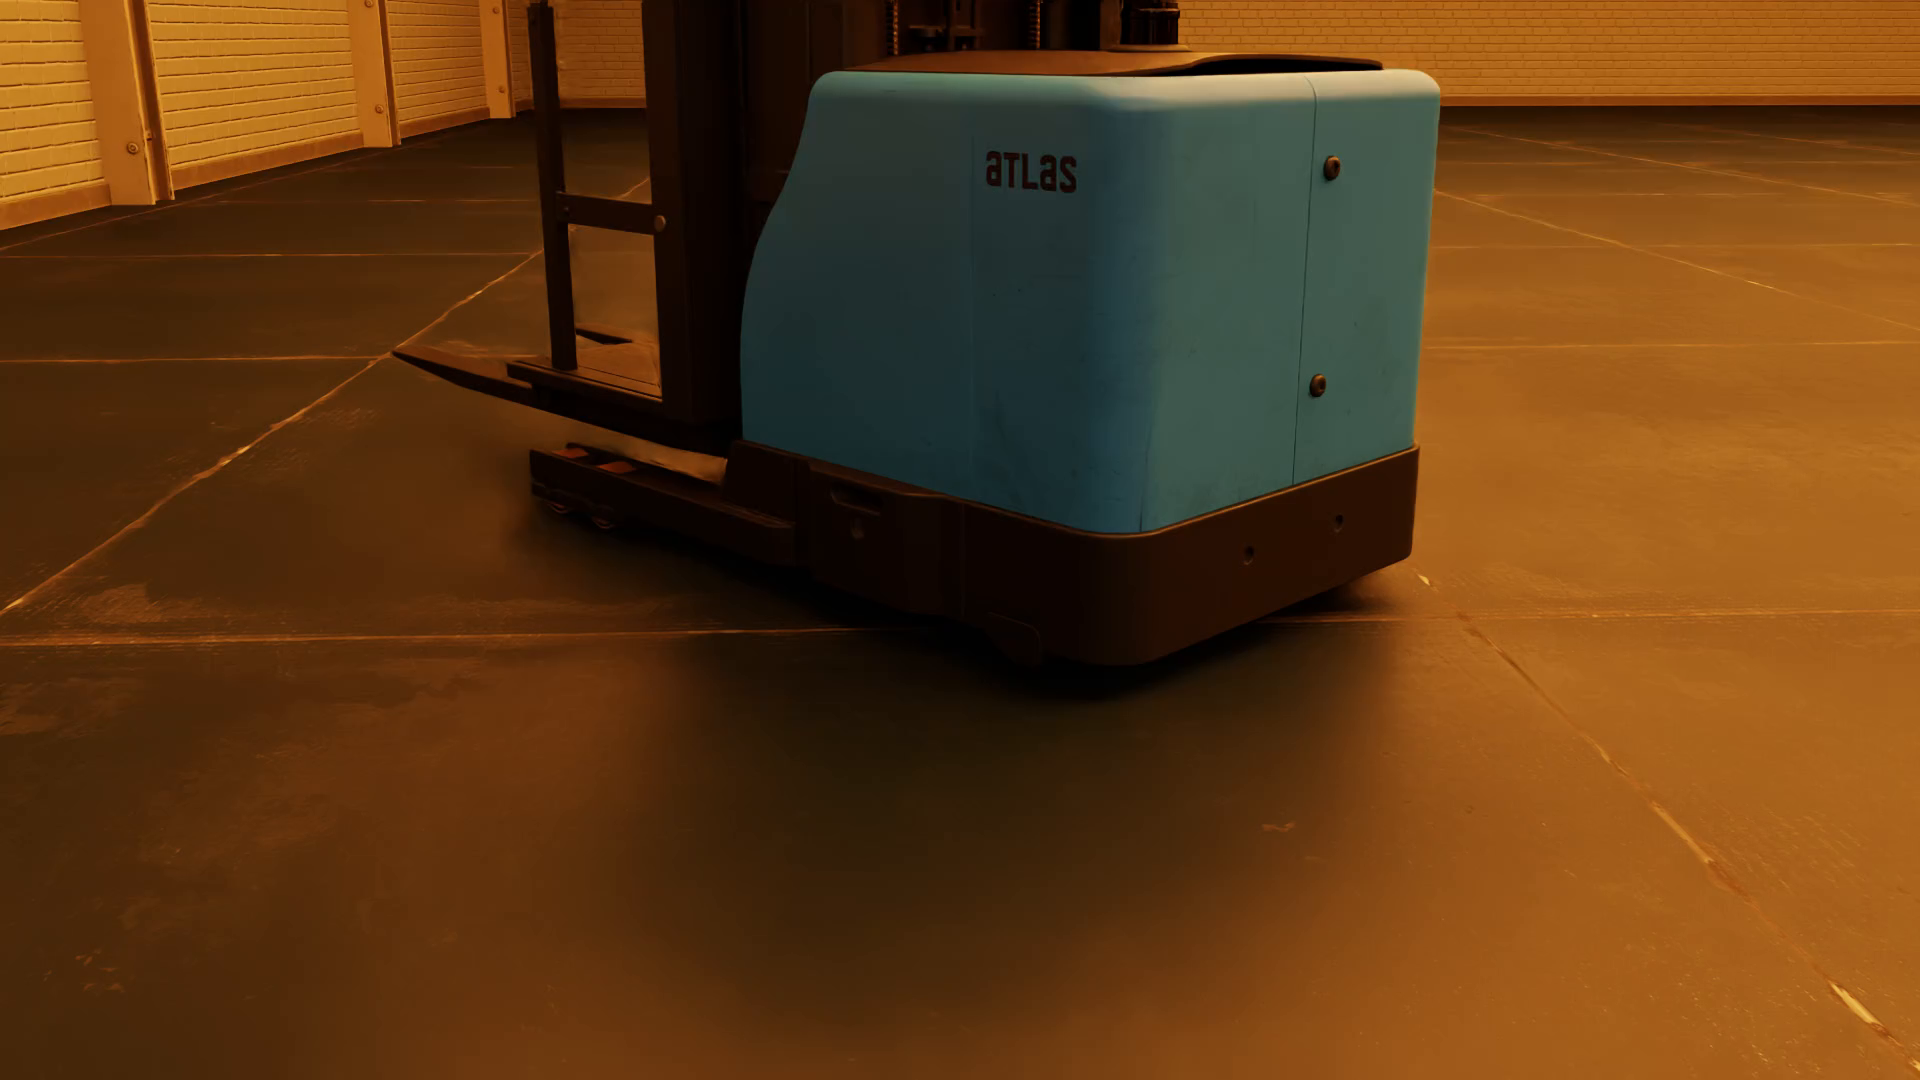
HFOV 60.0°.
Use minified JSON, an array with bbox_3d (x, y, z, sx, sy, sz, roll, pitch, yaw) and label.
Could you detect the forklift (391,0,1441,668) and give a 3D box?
[{"bbox_3d":[-0.422,-1.518,3.871,1.130,2.935,3.031,-16,23,-42],"label":"forklift"}]
